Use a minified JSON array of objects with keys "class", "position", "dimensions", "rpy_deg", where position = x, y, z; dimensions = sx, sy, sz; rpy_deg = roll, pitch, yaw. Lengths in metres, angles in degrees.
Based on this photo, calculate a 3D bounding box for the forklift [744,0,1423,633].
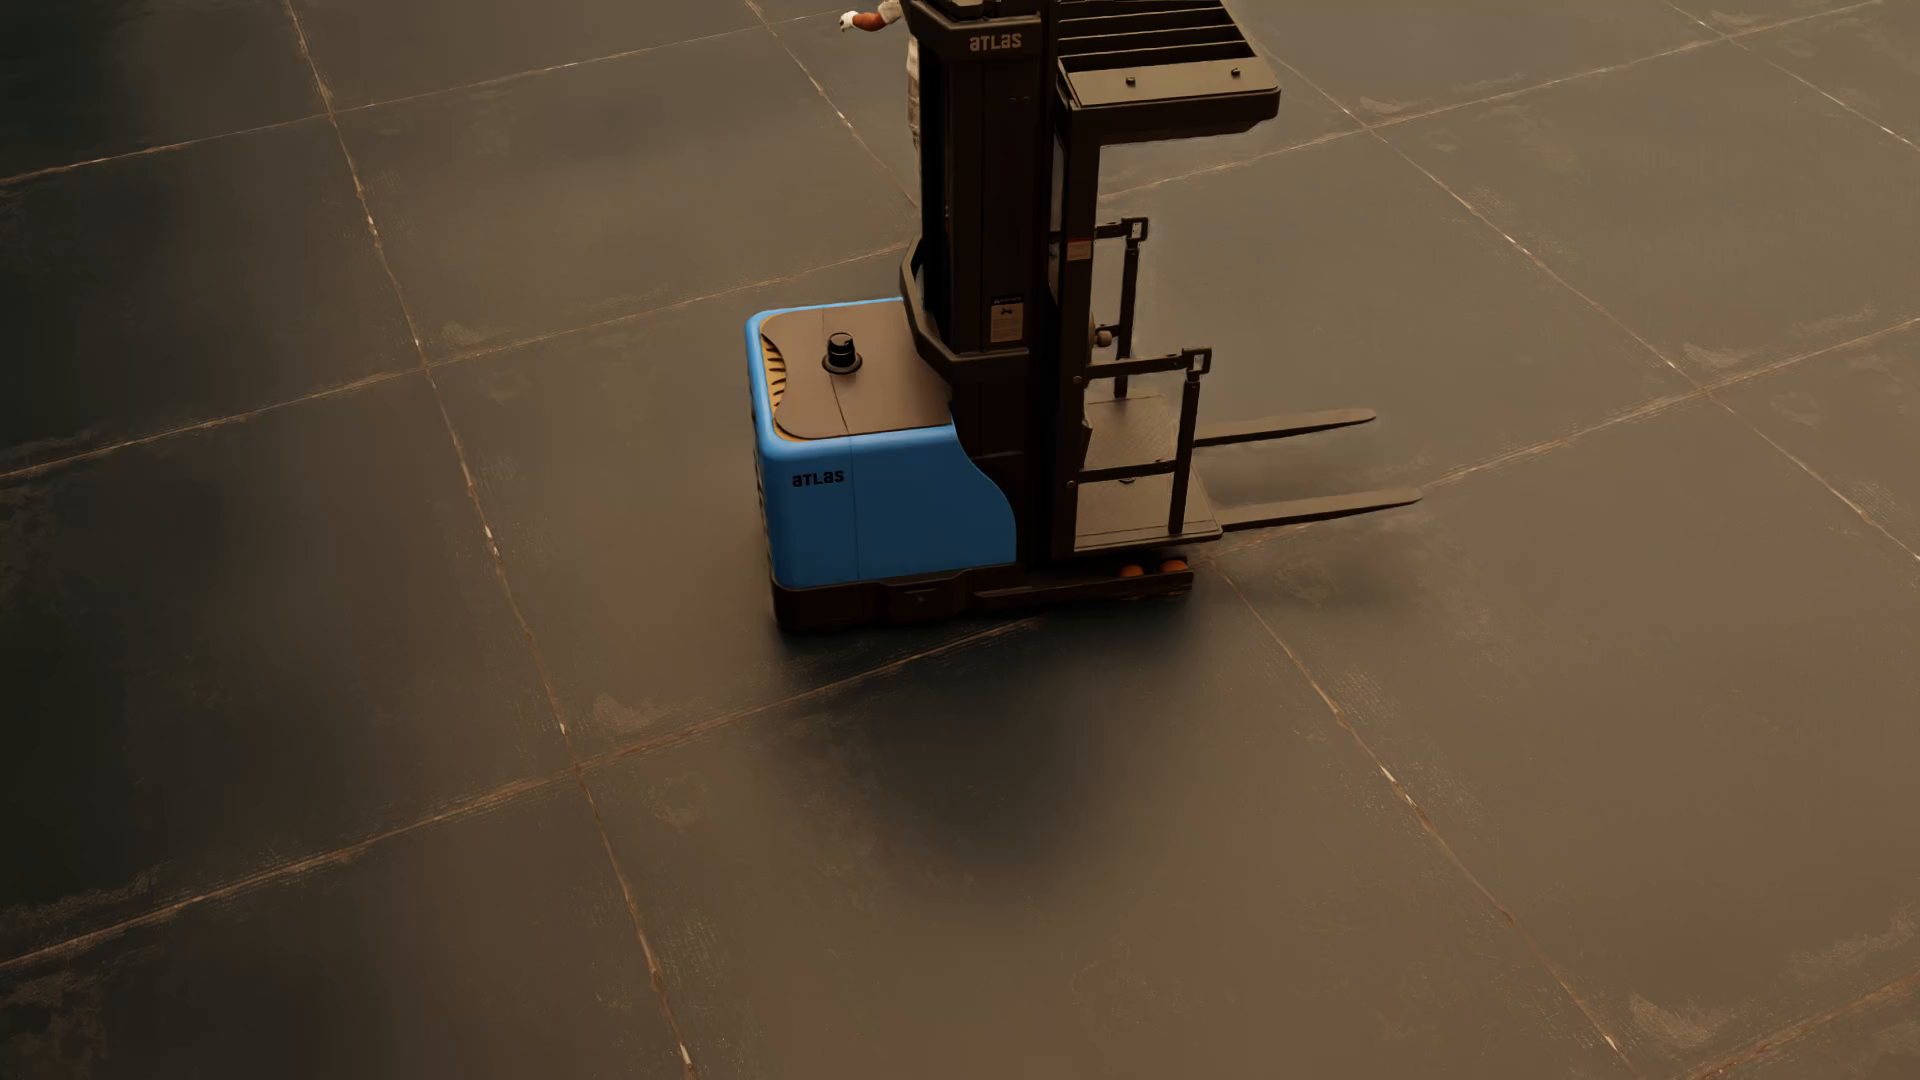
[{"class":"forklift","position":[0.601,-1.146,6.908],"dimensions":[3.031,2.935,1.130],"rpy_deg":[-7,43,-7]}]

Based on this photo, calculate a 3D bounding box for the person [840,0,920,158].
[{"class":"person","position":[-0.093,-2.724,9.473],"dimensions":[1.019,1.760,0.756],"rpy_deg":[-17,46,-18]}]
